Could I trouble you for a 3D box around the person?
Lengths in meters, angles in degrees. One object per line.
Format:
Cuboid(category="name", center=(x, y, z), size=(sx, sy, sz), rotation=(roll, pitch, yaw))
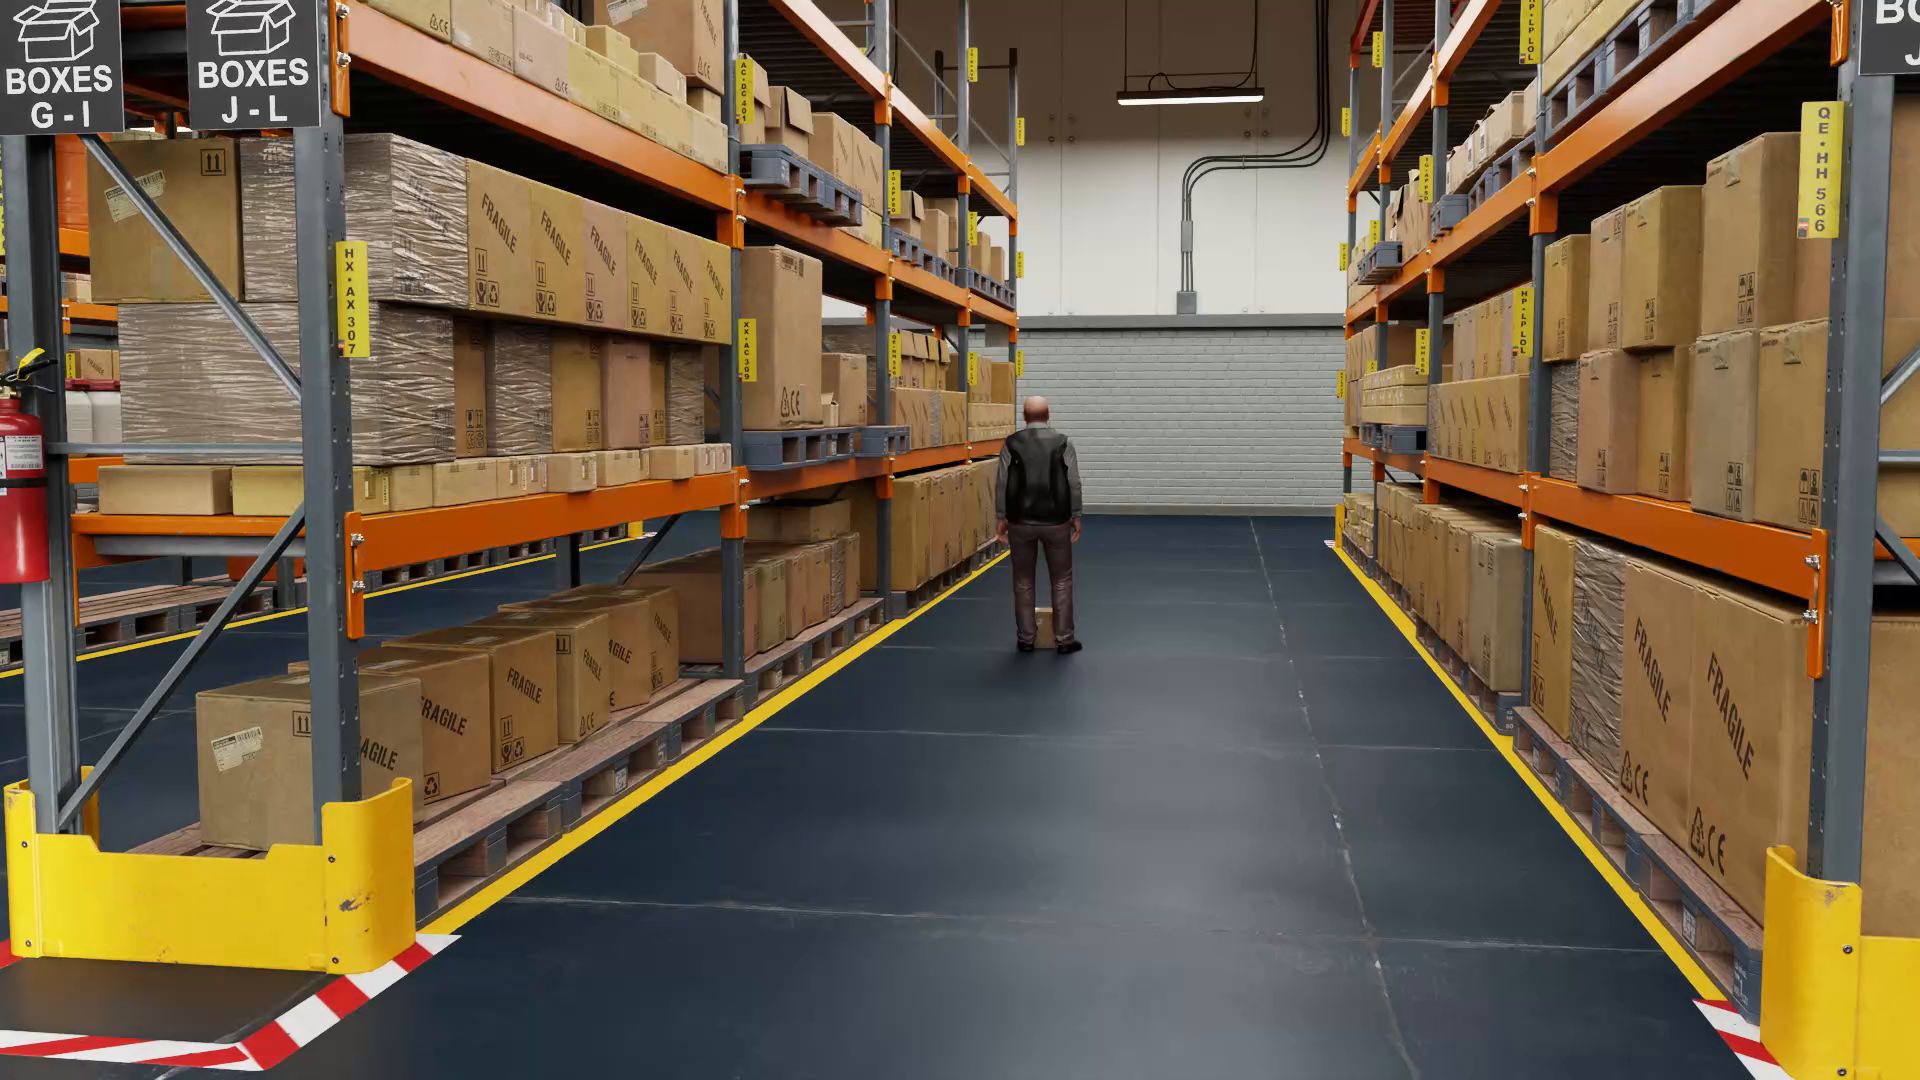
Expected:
Cuboid(category="person", center=(0.530, -0.107, 11.173), size=(0.591, 1.720, 0.475), rotation=(0, 4, 5))
